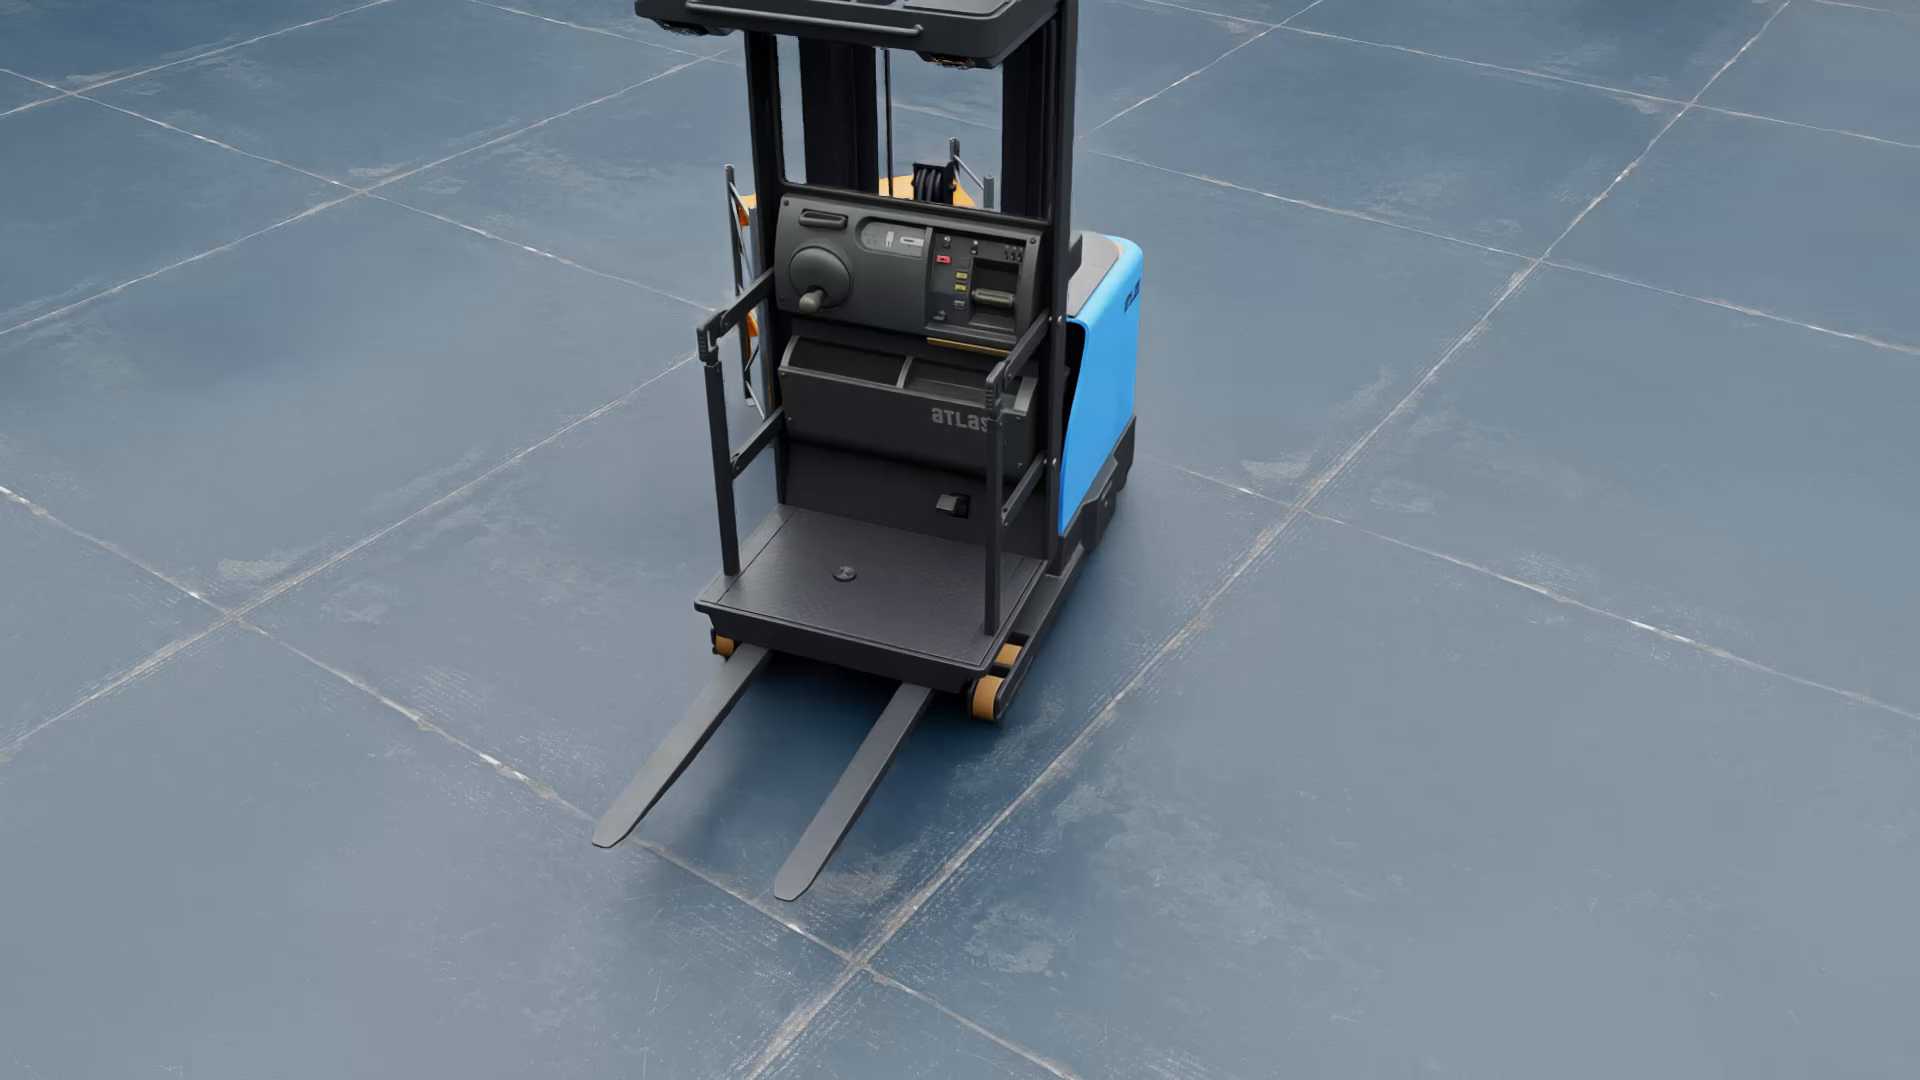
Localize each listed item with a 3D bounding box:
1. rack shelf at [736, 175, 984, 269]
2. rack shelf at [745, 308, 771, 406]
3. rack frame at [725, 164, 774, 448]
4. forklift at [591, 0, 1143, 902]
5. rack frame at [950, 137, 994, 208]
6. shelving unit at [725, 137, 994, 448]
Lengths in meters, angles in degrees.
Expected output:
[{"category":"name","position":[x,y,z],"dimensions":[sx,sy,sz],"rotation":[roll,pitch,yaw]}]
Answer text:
[{"category":"rack shelf","position":[-0.431,-1.341,7.207],"dimensions":[1.000,0.278,0.538],"rotation":[-11,36,-15]},{"category":"rack shelf","position":[-0.431,-0.896,7.508],"dimensions":[1.000,0.278,0.538],"rotation":[-11,36,-15]},{"category":"rack frame","position":[-0.913,-1.008,7.236],"dimensions":[0.032,1.125,0.500],"rotation":[-11,36,-15]},{"category":"forklift","position":[-0.259,-0.843,5.380],"dimensions":[1.130,2.935,3.031],"rotation":[12,36,17]},{"category":"rack frame","position":[0.051,-1.190,7.505],"dimensions":[0.032,1.125,0.500],"rotation":[-11,36,-15]},{"category":"shelving unit","position":[-0.431,-1.099,7.371],"dimensions":[1.048,1.125,0.538],"rotation":[-11,36,-15]}]
